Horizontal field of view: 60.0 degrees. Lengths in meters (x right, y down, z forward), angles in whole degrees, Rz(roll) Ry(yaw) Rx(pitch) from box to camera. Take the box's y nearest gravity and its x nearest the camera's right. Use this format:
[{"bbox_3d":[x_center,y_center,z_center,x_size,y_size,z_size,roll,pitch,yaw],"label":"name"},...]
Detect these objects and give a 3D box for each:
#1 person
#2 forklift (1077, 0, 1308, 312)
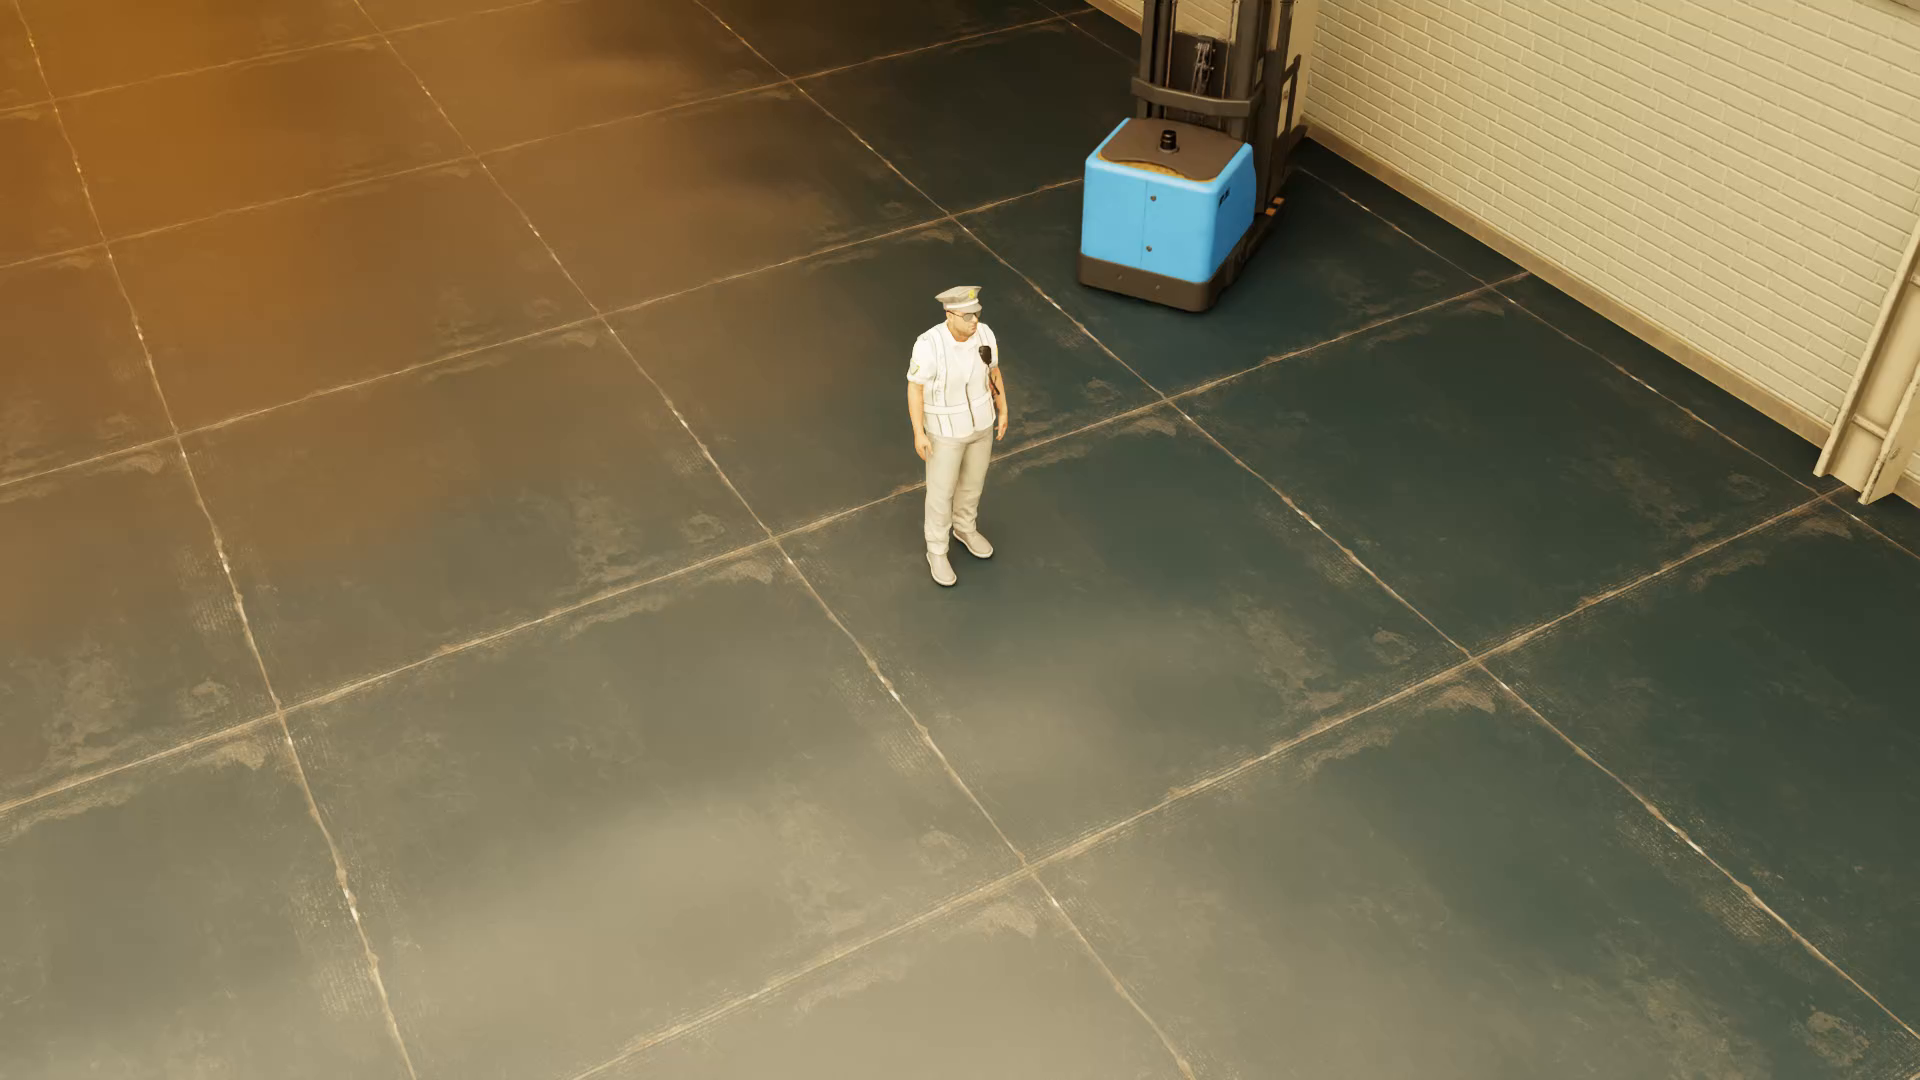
[{"bbox_3d":[0.029,-0.645,9.702,0.641,1.780,0.574,-20,44,-23],"label":"person"},{"bbox_3d":[2.002,-3.742,12.548,1.130,2.935,3.031,18,43,20],"label":"forklift"}]
